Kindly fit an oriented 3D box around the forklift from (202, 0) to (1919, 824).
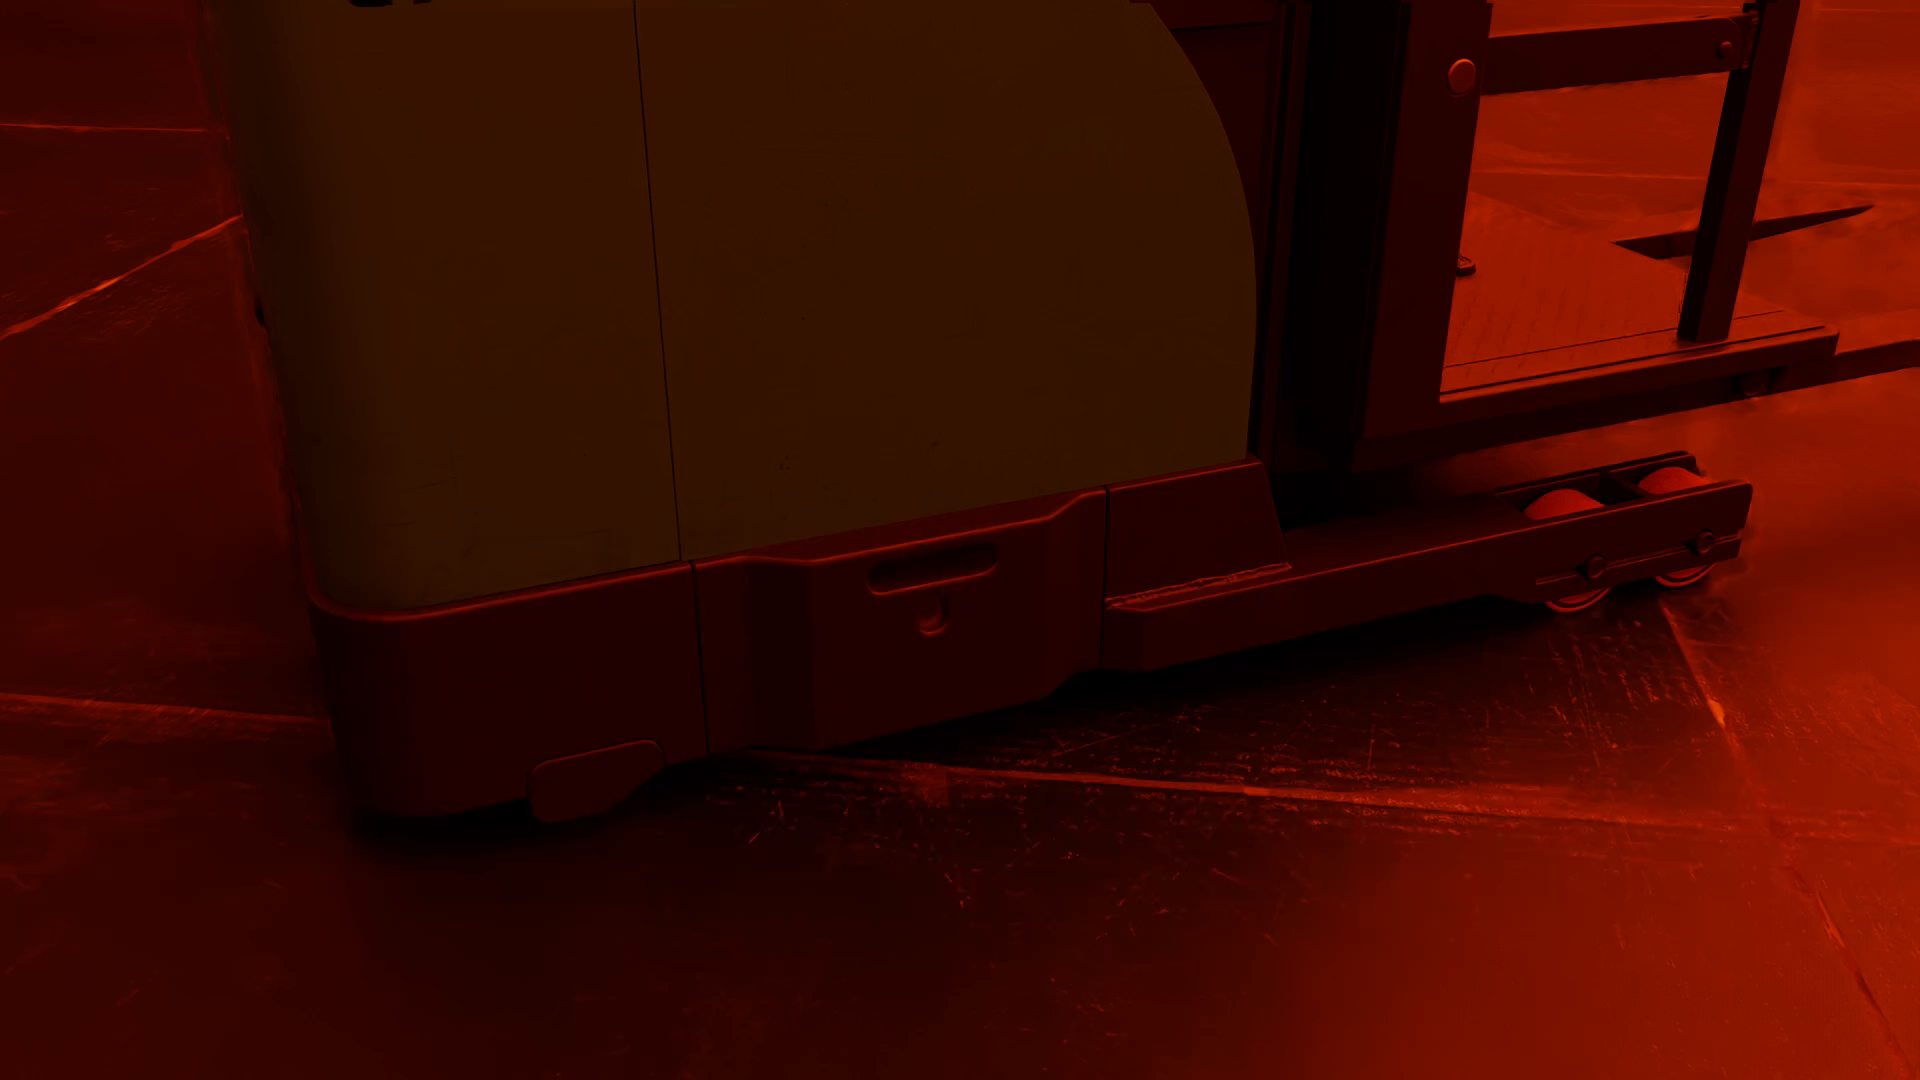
[{"bbox_3d":[0.562,-1.418,2.058,3.031,2.935,1.130,-11,28,-20],"label":"forklift"}]
